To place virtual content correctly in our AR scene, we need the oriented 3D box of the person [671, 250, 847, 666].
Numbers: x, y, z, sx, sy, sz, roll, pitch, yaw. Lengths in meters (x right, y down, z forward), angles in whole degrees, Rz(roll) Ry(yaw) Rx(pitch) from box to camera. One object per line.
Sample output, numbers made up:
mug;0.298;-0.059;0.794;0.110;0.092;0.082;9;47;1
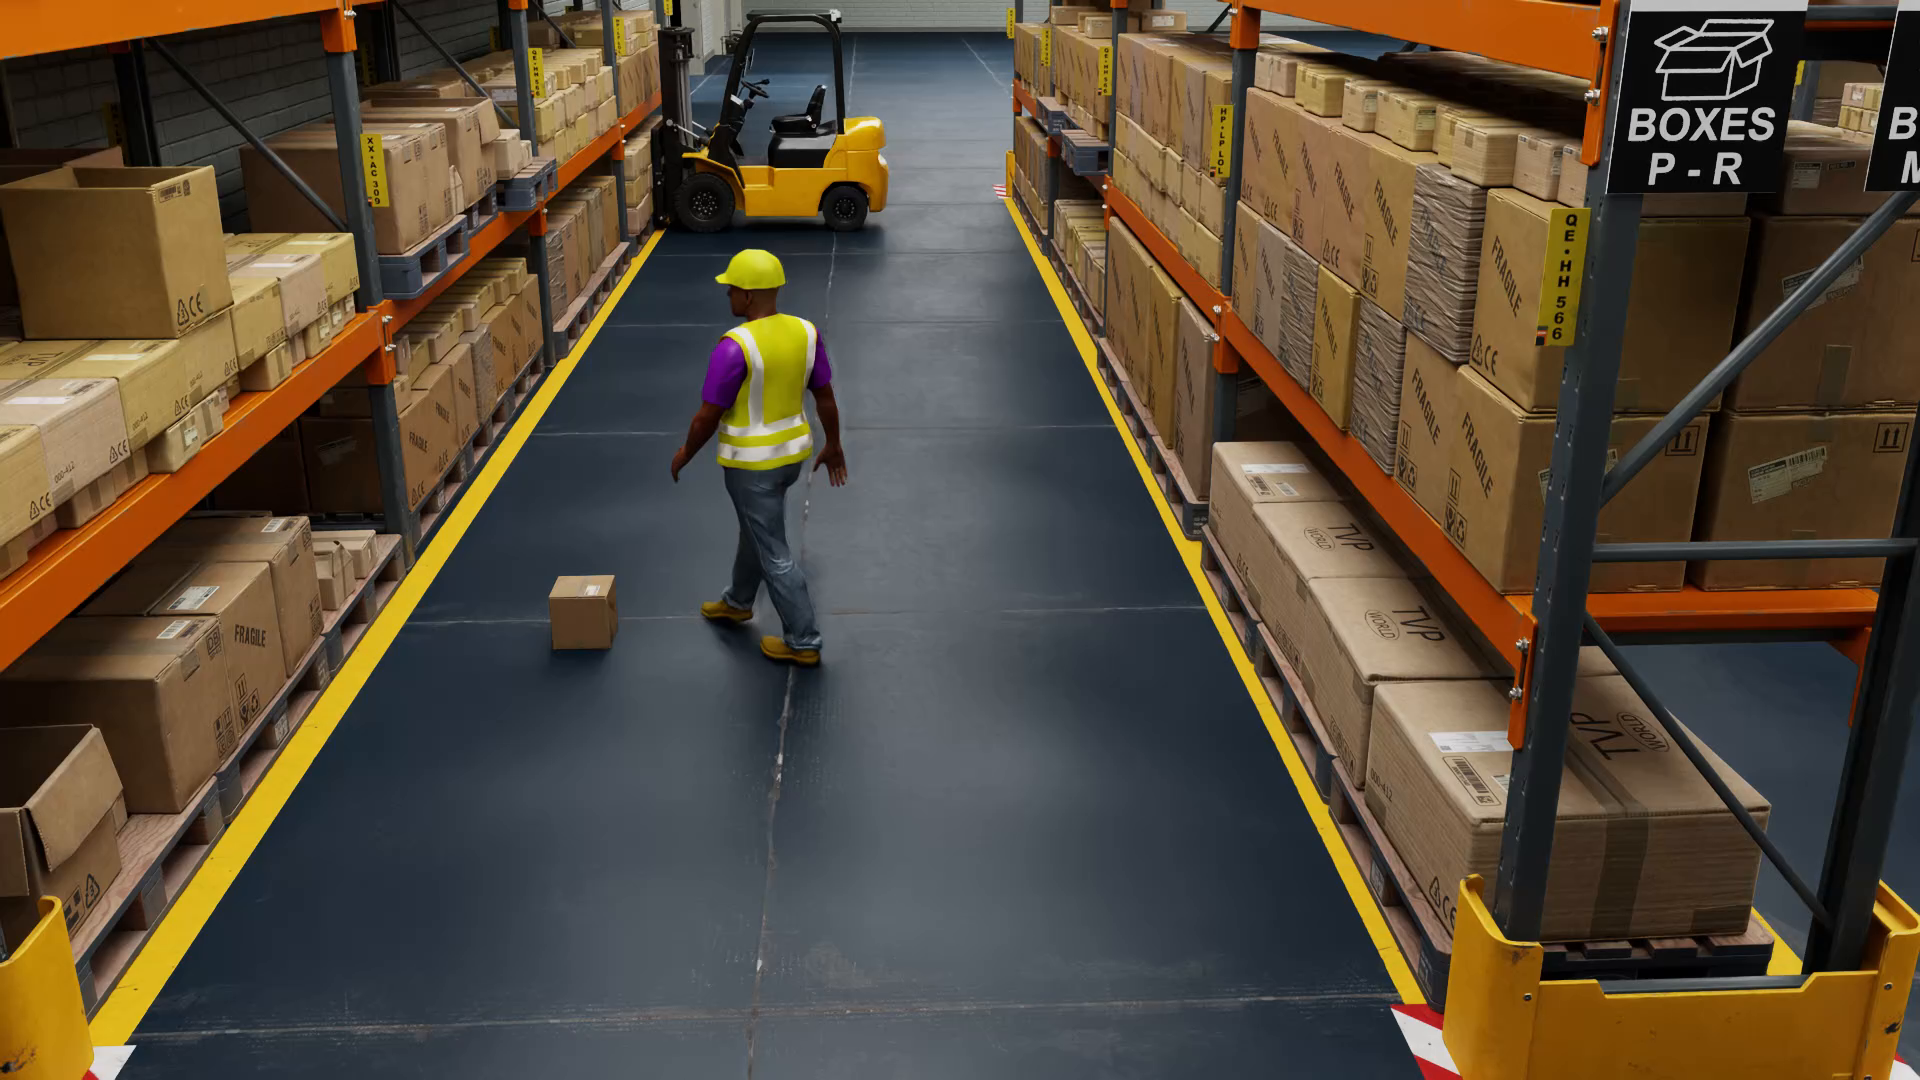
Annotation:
person;-0.908;-0.377;7.053;0.842;1.738;0.678;14;25;34
